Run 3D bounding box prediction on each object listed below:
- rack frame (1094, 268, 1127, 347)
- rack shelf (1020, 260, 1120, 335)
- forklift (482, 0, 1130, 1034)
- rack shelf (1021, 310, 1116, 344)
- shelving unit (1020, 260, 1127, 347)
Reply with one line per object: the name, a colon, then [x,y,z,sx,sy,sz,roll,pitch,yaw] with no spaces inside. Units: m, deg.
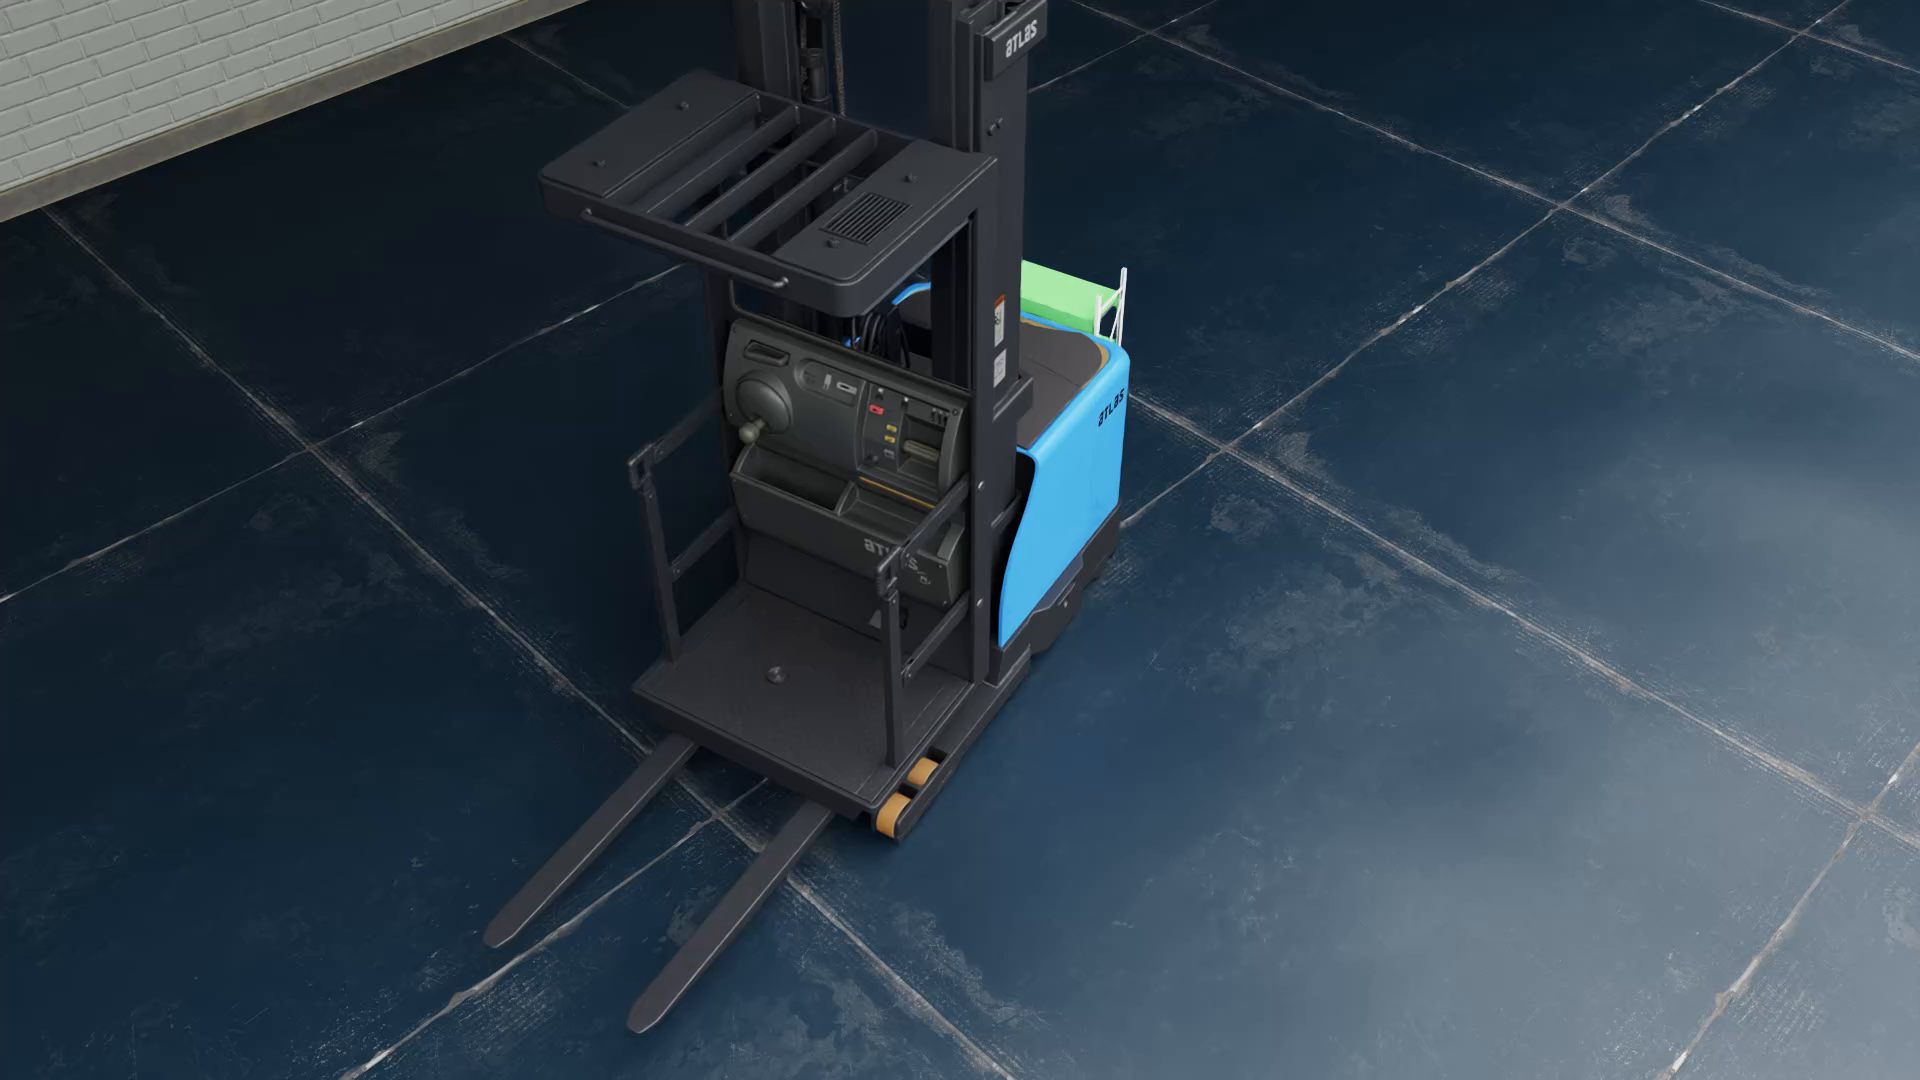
rack frame: [0.600,-0.580,6.993,0.015,1.200,0.240,22,47,22]
rack shelf: [0.391,-0.971,6.803,0.480,0.148,0.258,22,47,22]
forklift: [-0.513,-0.352,5.472,1.130,2.935,3.031,22,47,22]
rack shelf: [0.391,-0.795,6.966,0.480,0.148,0.258,22,47,22]
shelving unit: [0.391,-0.665,7.085,0.503,1.200,0.258,22,47,22]
